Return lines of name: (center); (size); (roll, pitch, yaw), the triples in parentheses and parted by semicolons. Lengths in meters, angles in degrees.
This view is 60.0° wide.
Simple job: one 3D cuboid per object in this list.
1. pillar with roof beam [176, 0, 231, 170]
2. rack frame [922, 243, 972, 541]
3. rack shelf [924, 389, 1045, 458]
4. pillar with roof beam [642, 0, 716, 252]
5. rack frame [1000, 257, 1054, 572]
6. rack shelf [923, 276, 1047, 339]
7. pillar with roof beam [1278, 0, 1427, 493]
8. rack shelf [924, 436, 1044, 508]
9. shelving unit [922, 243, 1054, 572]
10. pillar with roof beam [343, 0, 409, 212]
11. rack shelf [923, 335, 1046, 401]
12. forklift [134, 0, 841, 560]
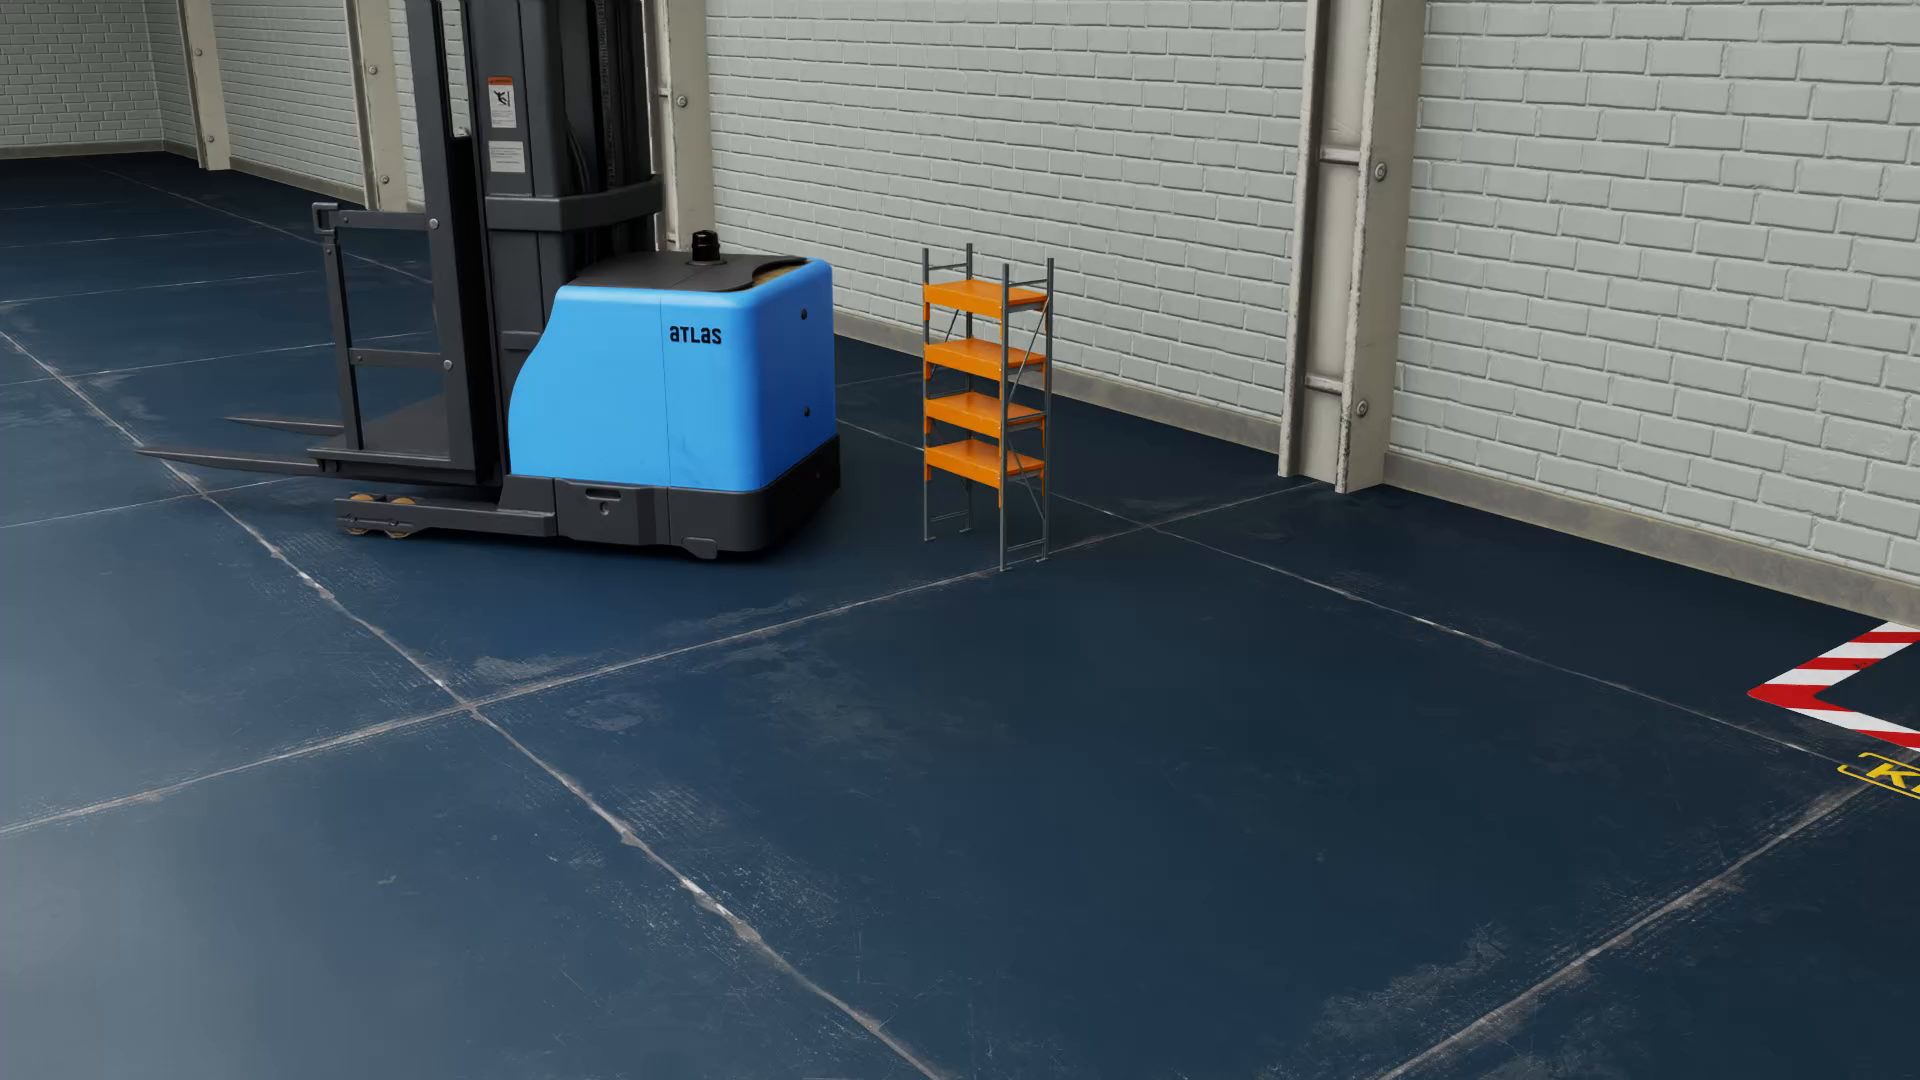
pillar with roof beam: (-12.823, -8.155, 17.173); (9.100, 9.000, 0.400); (-14, 23, -36)
rack frame: (-0.049, -0.589, 6.732); (0.240, 1.200, 0.015); (-14, 23, -36)
rack shelf: (0.103, -0.465, 6.572); (0.258, 0.148, 0.480); (-14, 23, -36)
pillar with roof beam: (-5.373, -5.198, 8.244); (9.100, 9.000, 0.400); (-14, 23, -36)
rack frame: (0.254, -0.469, 6.369); (0.240, 1.200, 0.015); (-14, 23, -36)
rack shelf: (0.103, -0.902, 6.427); (0.258, 0.148, 0.480); (-14, 23, -36)
pillar with roof beam: (-1.647, -3.719, 3.779); (9.100, 9.000, 0.400); (-14, 23, -36)
rack shelf: (0.103, -0.276, 6.634); (0.258, 0.148, 0.480); (-14, 23, -36)
shelving unit: (0.103, -0.529, 6.551); (0.258, 1.200, 0.503); (-14, 23, -36)
pillar with roof beam: (-9.098, -6.676, 12.709); (9.100, 9.000, 0.400); (-14, 23, -36)
rack shelf: (0.103, -0.677, 6.502); (0.258, 0.148, 0.480); (-14, 23, -36)
forklift: (-2.103, -1.551, 6.884); (3.031, 2.935, 1.130); (5, 19, 14)
